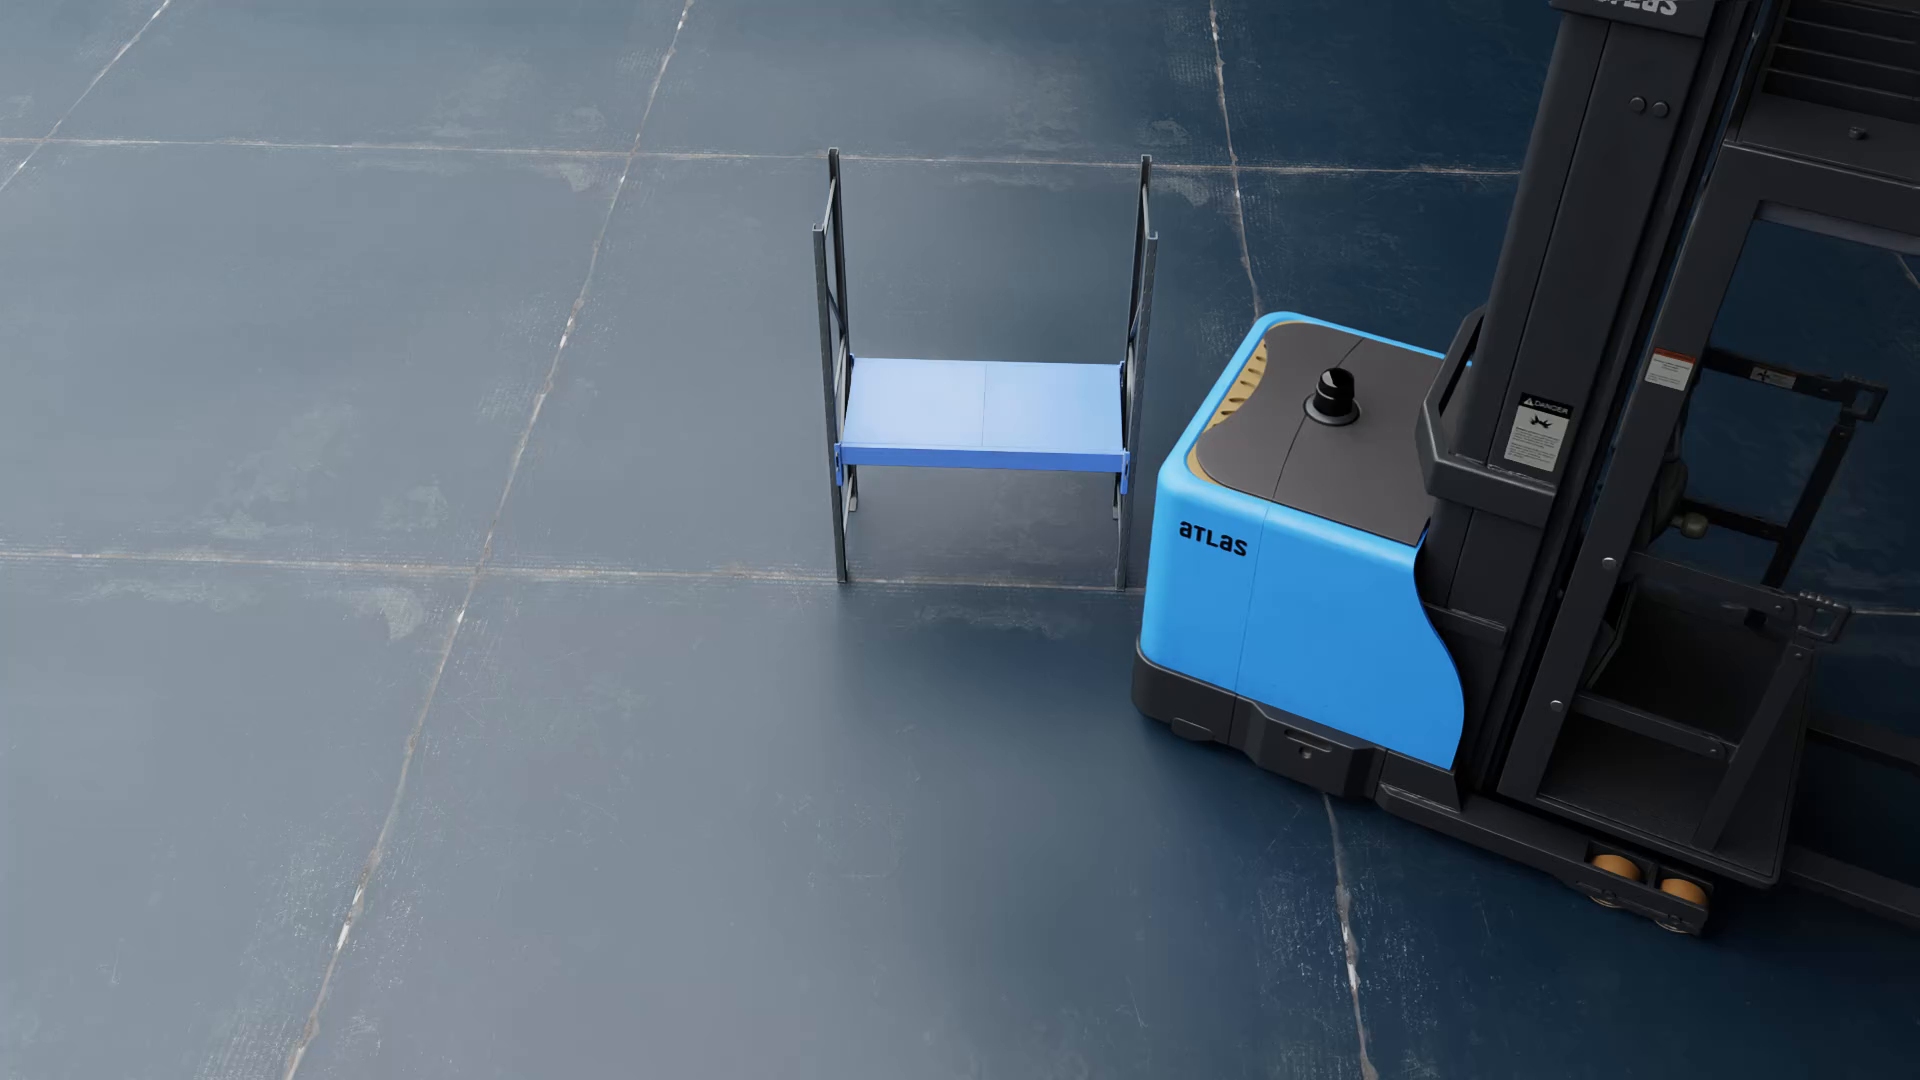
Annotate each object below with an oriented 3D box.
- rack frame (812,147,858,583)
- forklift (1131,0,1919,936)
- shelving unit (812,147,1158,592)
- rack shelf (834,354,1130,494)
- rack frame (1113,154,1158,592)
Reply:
[{"bbox_3d":[-0.423,-0.562,5.753,0.032,1.500,0.500,2,43,2],"label":"rack frame"},{"bbox_3d":[2.124,-0.314,4.437,3.031,2.935,1.130,19,46,19],"label":"forklift"},{"bbox_3d":[0.085,-0.546,5.736,1.048,1.500,0.538,2,43,2],"label":"shelving unit"},{"bbox_3d":[0.085,-0.415,5.859,1.000,0.185,0.538,2,43,2],"label":"rack shelf"},{"bbox_3d":[0.593,-0.531,5.719,0.032,1.500,0.500,2,43,2],"label":"rack frame"}]
